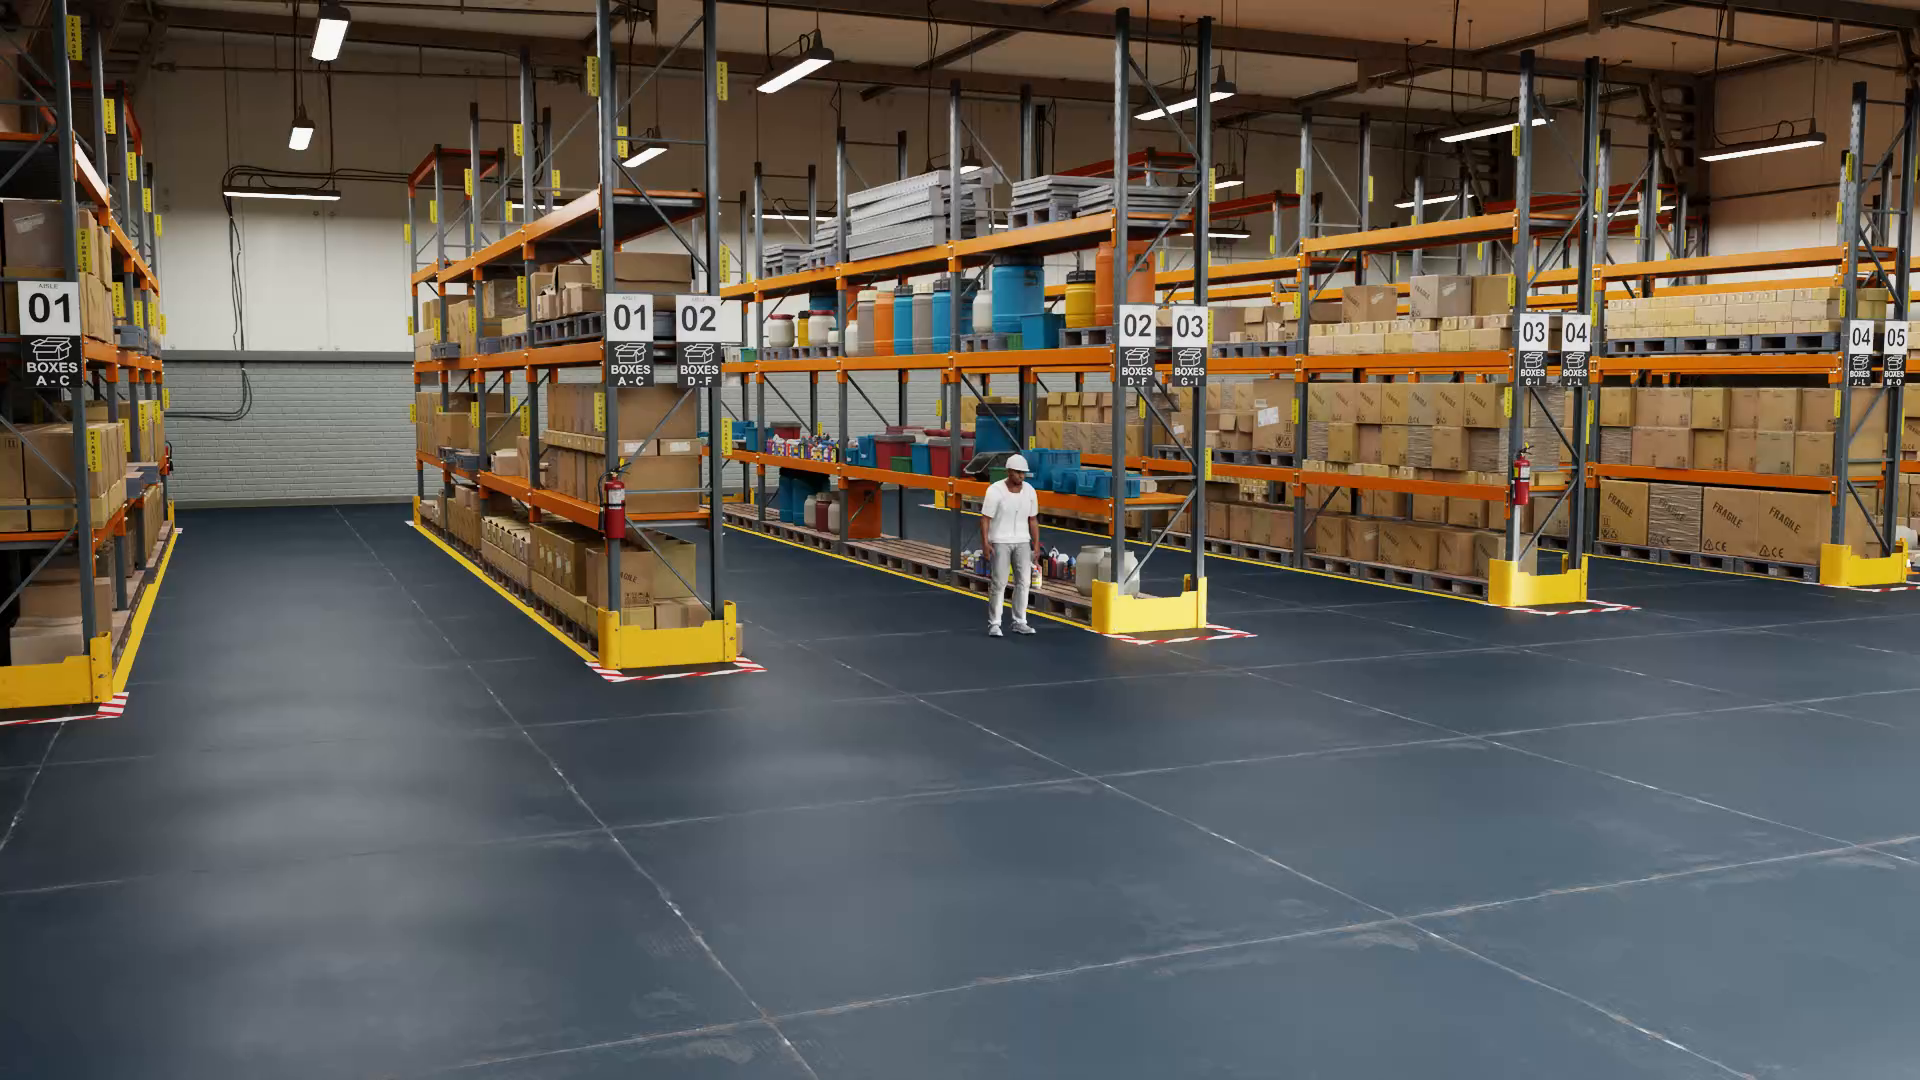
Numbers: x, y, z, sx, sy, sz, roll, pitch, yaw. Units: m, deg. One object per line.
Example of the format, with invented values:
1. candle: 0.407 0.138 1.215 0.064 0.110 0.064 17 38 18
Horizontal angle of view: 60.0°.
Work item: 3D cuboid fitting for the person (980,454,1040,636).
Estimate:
1. person: 0.501 0.044 16.200 0.625 1.760 0.460 -2 6 -24
